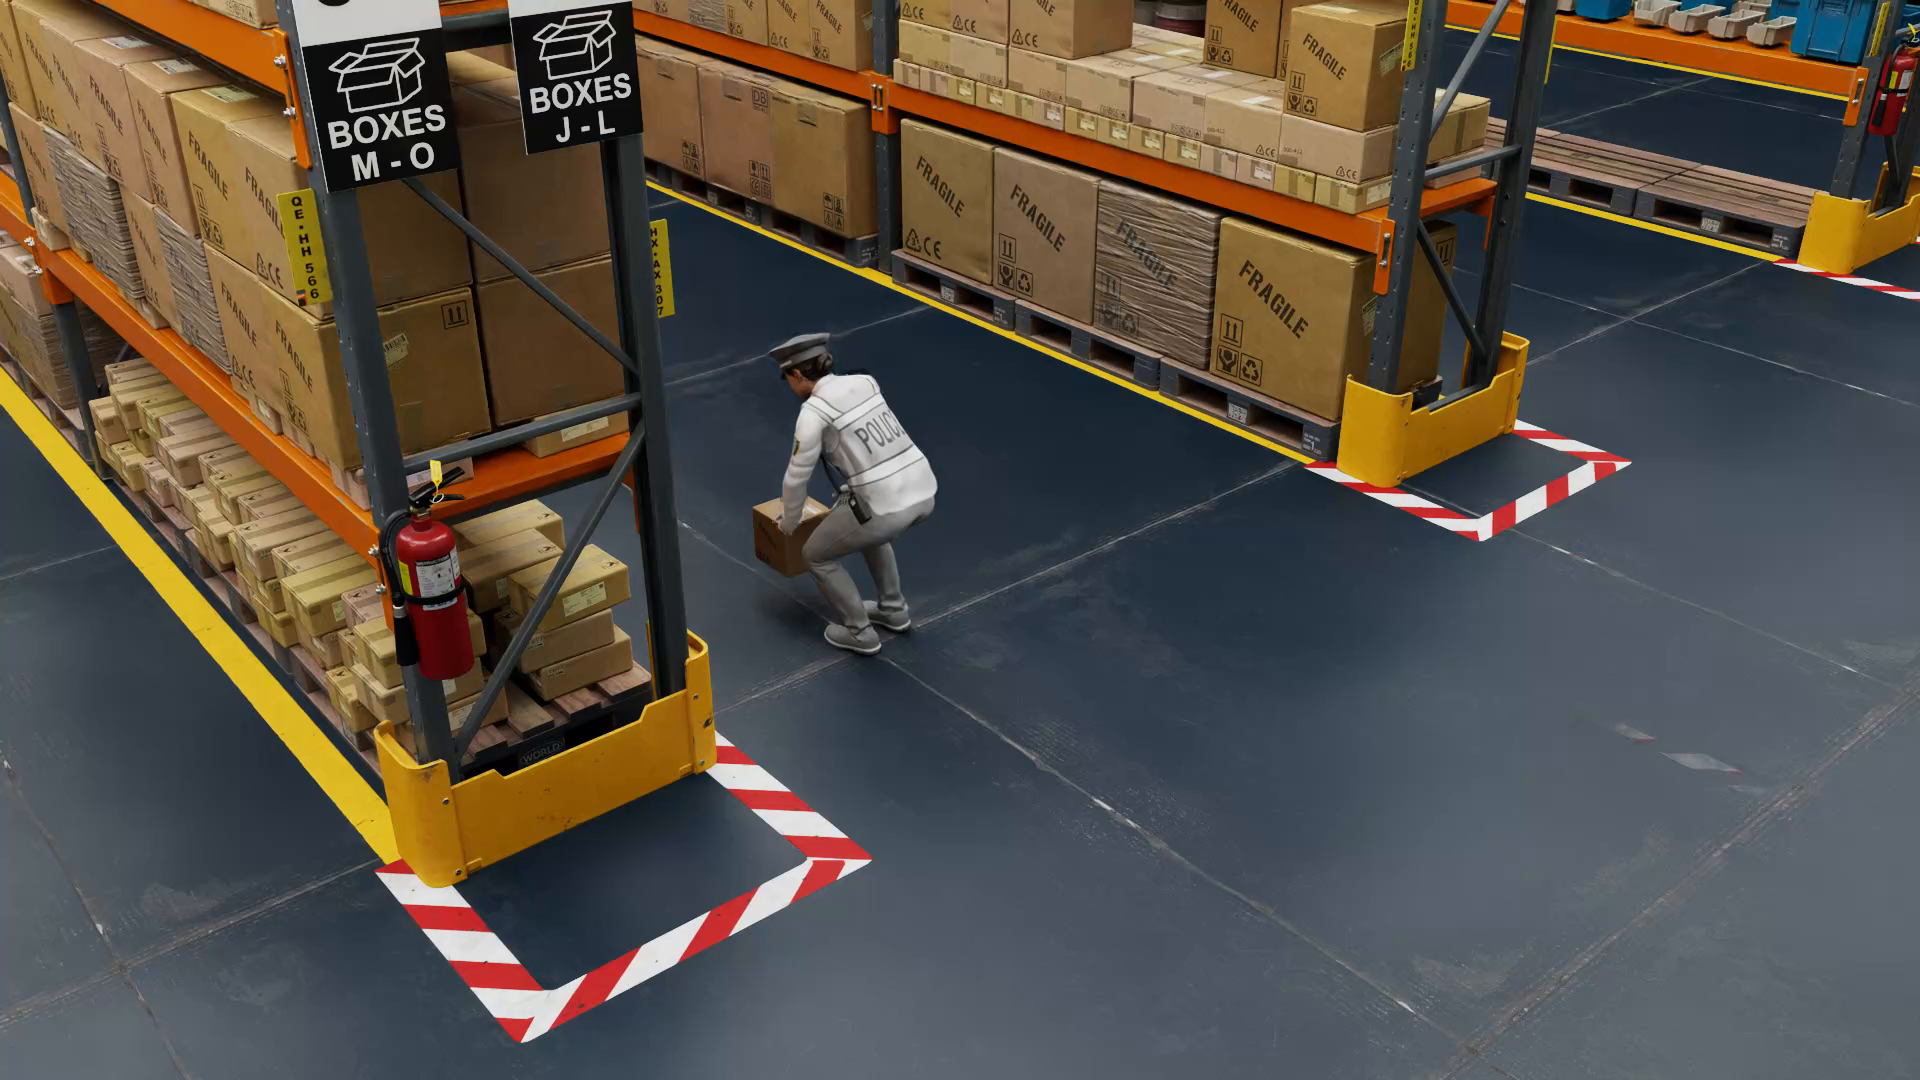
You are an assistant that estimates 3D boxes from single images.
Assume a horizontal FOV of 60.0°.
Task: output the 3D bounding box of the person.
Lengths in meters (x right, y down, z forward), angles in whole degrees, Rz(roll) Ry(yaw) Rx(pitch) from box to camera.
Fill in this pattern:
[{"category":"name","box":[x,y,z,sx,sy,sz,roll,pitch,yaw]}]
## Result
[{"category":"person","box":[-0.456,-0.180,6.830,0.737,1.317,0.534,22,35,35]}]
